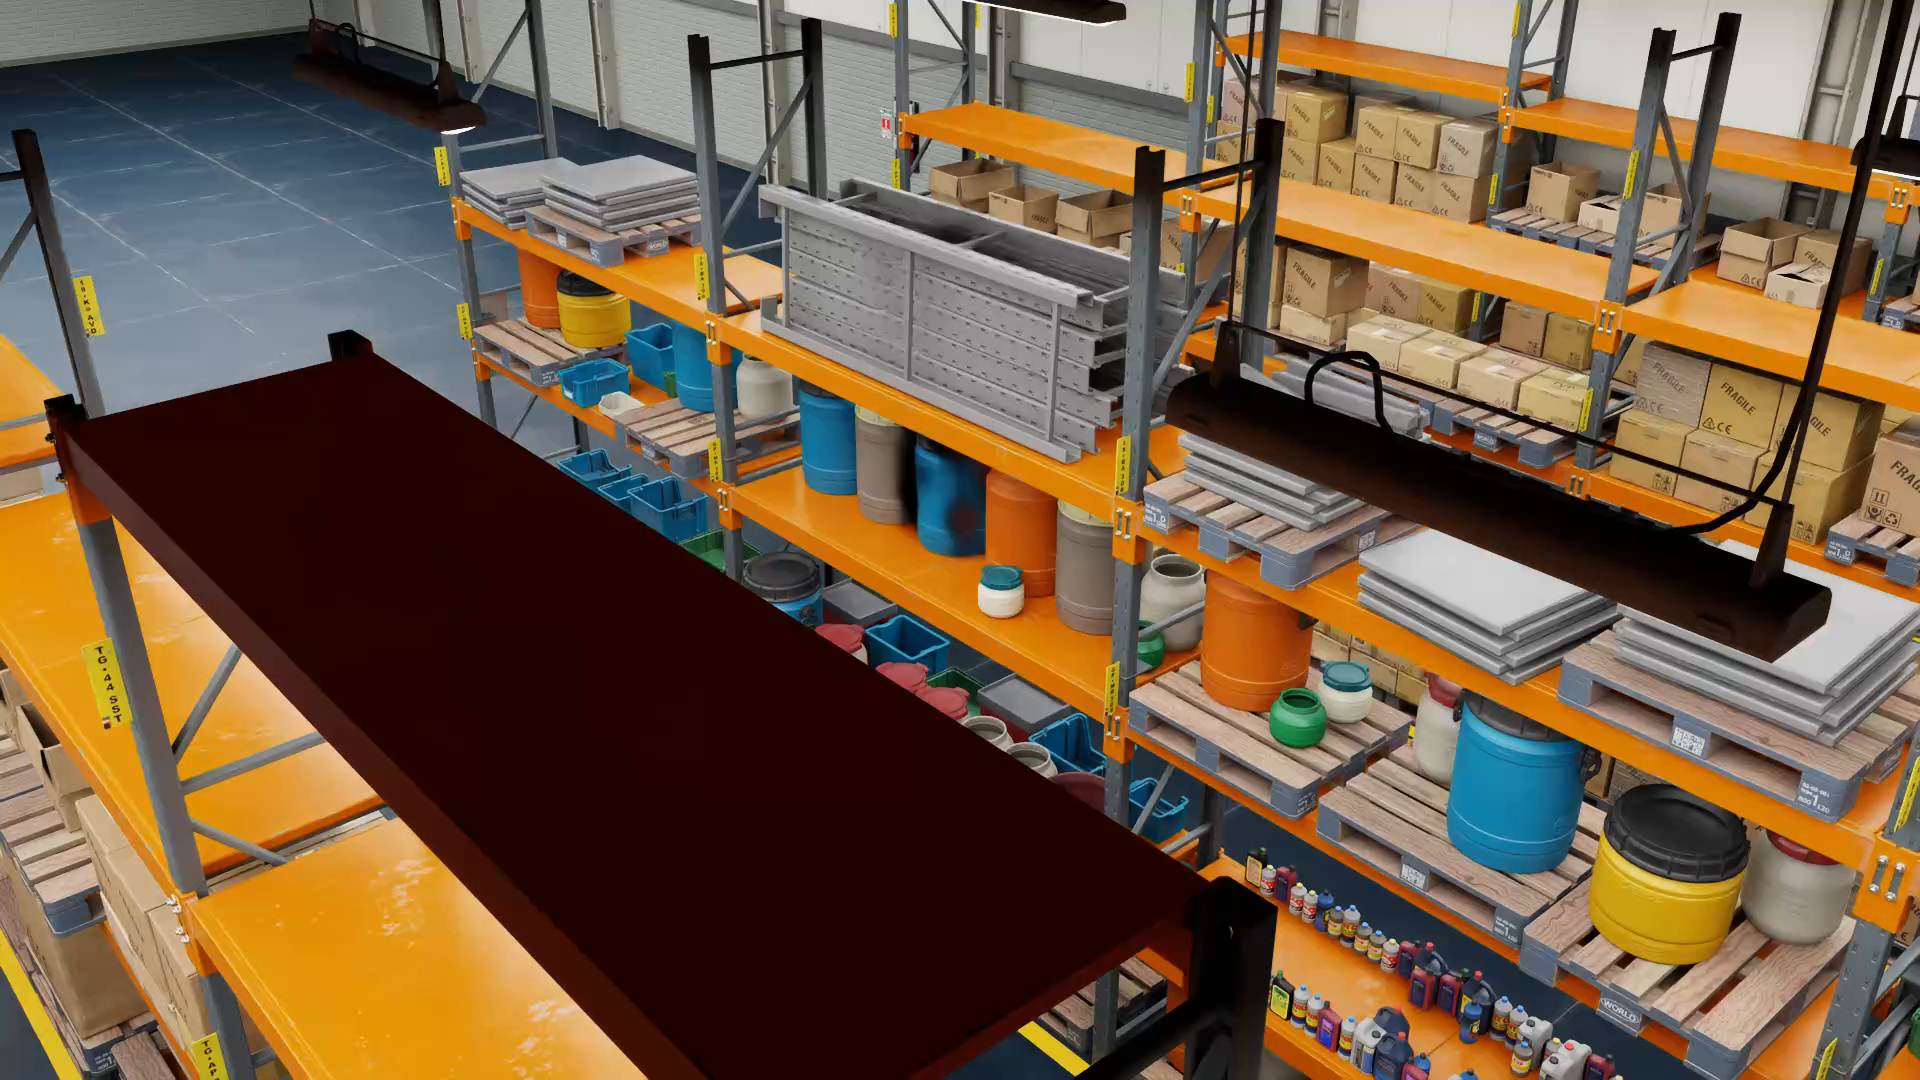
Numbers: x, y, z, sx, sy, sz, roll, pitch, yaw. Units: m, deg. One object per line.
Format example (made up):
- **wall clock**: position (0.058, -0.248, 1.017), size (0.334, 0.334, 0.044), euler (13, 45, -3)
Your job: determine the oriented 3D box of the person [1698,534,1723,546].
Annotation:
- **person**: position (6.928, 0.170, 15.267), size (0.646, 1.842, 0.851), euler (-22, 35, -37)
